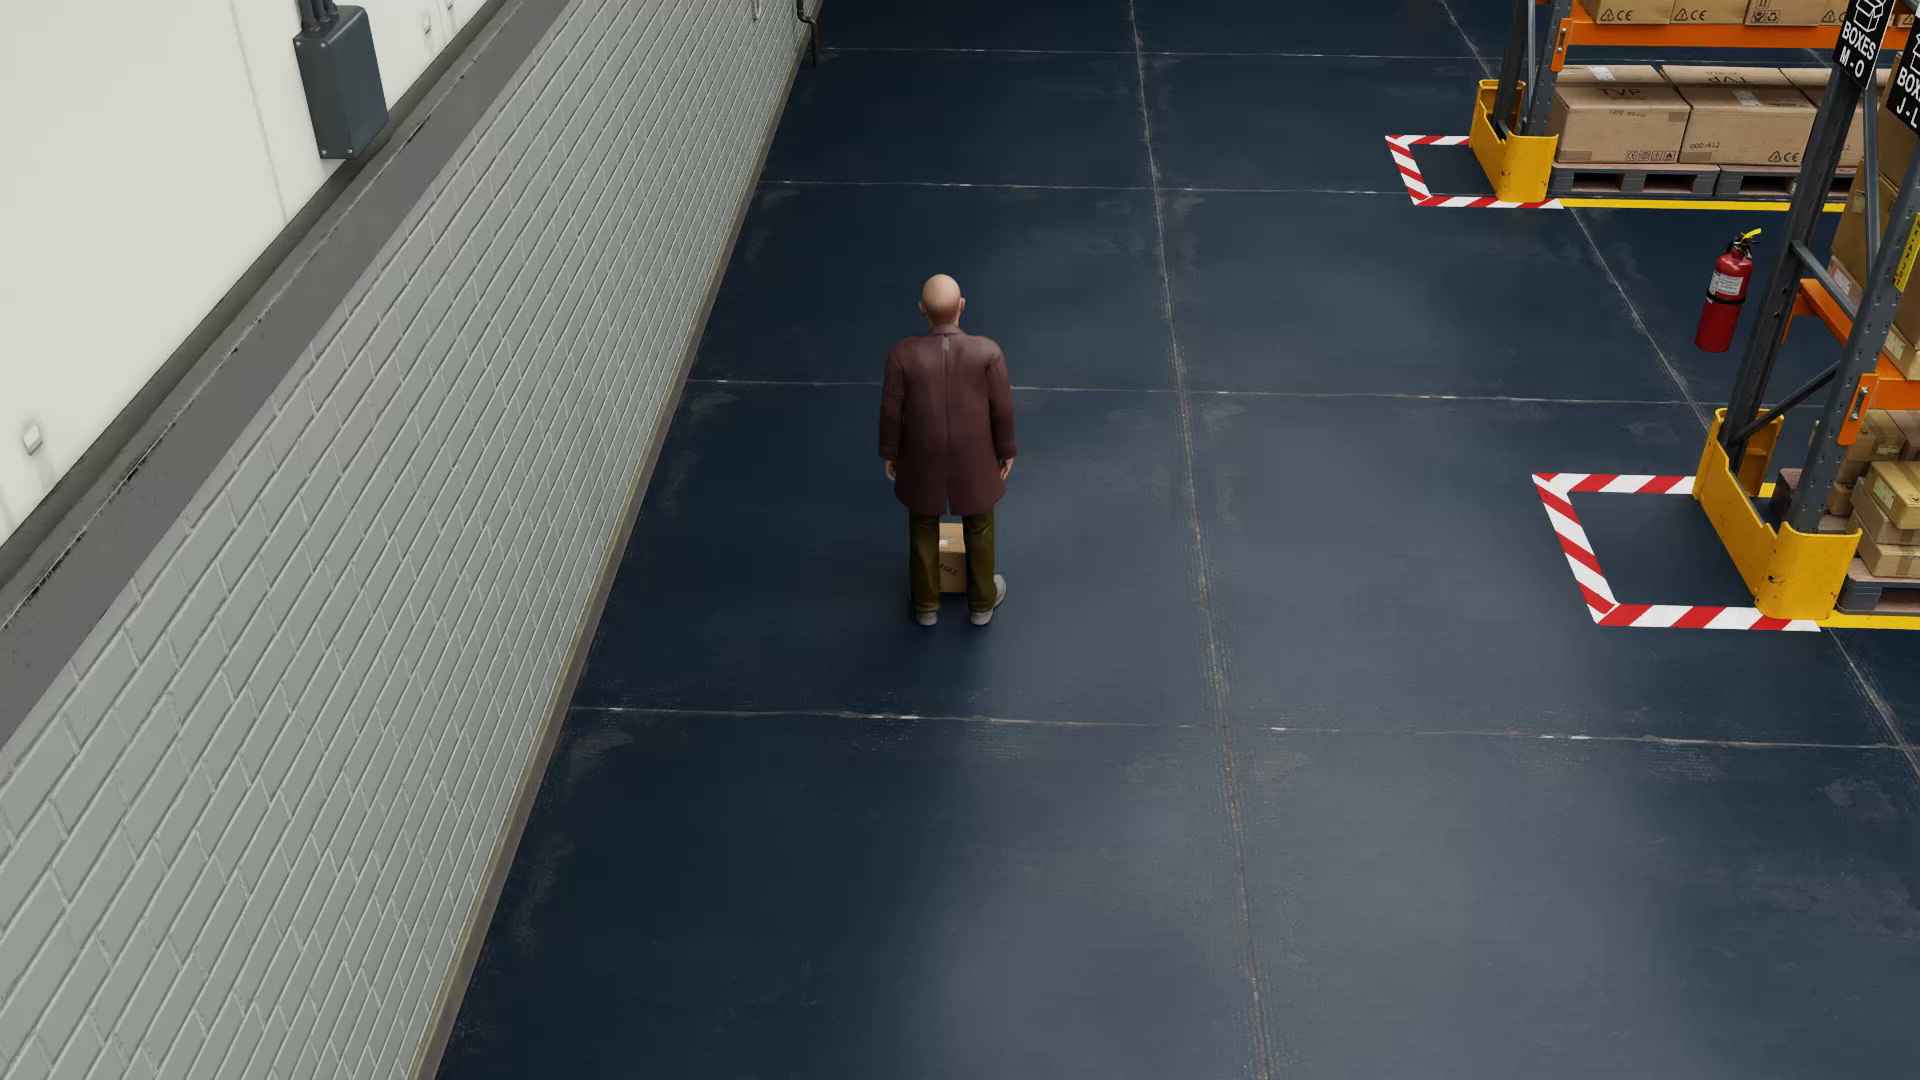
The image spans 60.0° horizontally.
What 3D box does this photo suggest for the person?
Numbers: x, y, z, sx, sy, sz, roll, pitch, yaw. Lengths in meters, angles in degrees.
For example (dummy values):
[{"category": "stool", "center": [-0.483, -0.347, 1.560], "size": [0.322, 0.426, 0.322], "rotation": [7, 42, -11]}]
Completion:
[{"category": "person", "center": [-0.058, -0.390, 7.685], "size": [0.647, 1.773, 0.427], "rotation": [0, 35, 0]}]
